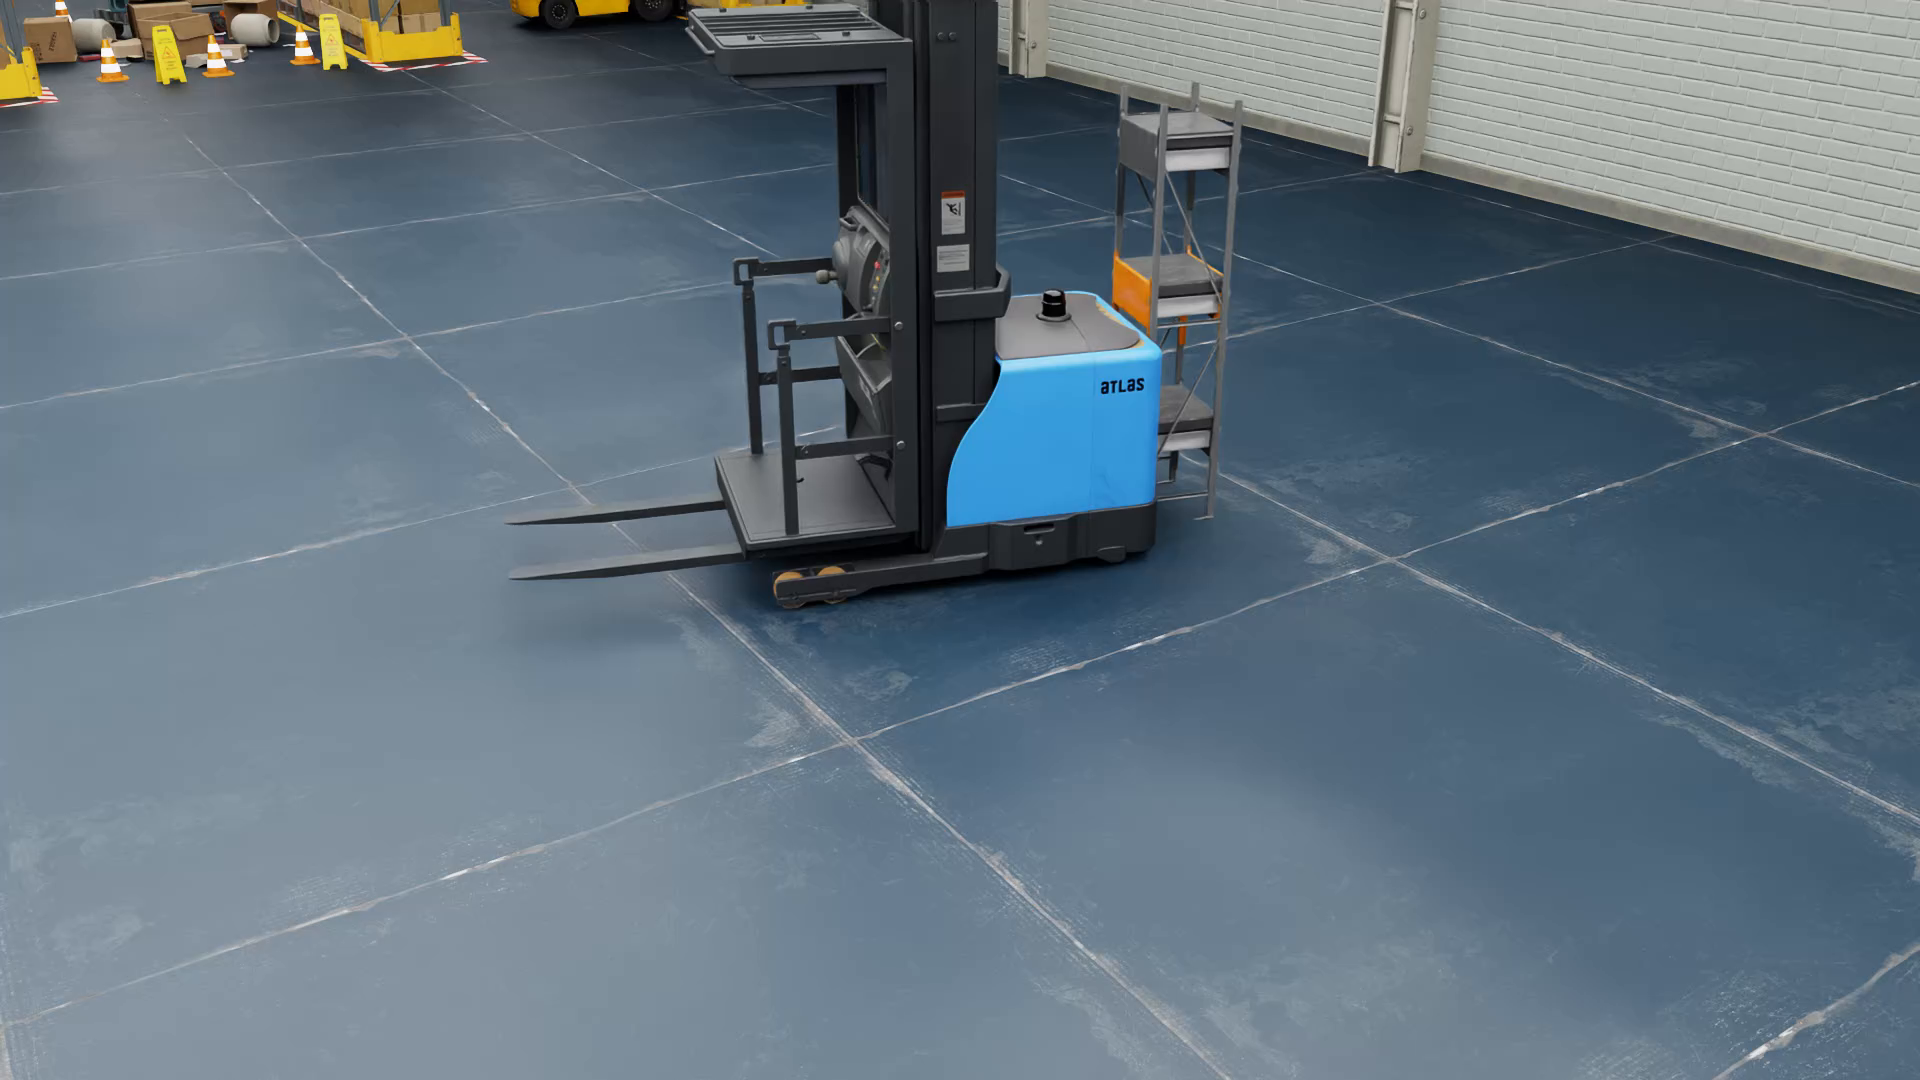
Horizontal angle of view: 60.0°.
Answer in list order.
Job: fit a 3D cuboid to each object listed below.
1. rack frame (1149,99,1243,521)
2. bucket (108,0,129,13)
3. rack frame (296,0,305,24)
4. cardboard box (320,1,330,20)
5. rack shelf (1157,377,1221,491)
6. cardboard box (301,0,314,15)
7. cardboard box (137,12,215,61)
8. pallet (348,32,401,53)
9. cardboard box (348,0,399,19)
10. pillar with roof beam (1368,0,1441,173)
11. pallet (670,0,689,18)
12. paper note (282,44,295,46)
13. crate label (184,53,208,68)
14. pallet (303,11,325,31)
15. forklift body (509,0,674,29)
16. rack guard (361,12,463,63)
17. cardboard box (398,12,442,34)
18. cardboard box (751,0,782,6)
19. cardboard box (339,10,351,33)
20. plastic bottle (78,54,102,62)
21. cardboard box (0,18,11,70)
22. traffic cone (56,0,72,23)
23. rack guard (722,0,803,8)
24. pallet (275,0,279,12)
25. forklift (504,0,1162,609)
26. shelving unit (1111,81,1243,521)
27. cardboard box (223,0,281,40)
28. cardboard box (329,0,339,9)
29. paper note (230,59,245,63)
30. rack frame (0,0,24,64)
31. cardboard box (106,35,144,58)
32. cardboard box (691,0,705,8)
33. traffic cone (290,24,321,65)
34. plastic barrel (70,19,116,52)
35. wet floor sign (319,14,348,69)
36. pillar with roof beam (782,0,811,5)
[{"bbox_3d":[1.097,-1.036,7.985,0.400,2.100,0.015,-7,26,-15],"label":"rack frame"},{"bbox_3d":[-11.246,-7.493,22.663,0.726,0.611,0.620,-6,16,-12],"label":"bucket"},{"bbox_3d":[-9.160,-8.987,23.773,1.000,3.000,0.127,-16,29,-30],"label":"rack frame"},{"bbox_3d":[-8.472,-7.282,22.891,0.500,0.250,0.500,-16,30,-30],"label":"cardboard box"},{"bbox_3d":[1.028,-0.491,8.501,0.431,0.518,0.480,-7,26,-15],"label":"rack shelf"},{"bbox_3d":[-9.064,-7.659,23.690,0.500,0.250,0.500,-17,30,-32],"label":"cardboard box"},{"bbox_3d":[-10.057,-6.466,21.357,0.637,0.503,0.797,7,26,15],"label":"cardboard box"},{"bbox_3d":[-7.432,-6.621,22.029,1.003,0.211,1.213,-16,29,-30],"label":"pallet"},{"bbox_3d":[-7.632,-7.068,21.558,0.500,0.500,0.500,-15,29,-29],"label":"cardboard box"},{"bbox_3d":[0.499,-6.591,11.670,9.100,9.000,0.400,-16,29,-30],"label":"pillar with roof beam"},{"bbox_3d":[-3.934,-8.153,25.273,1.003,0.211,1.213,-16,29,-30],"label":"pallet"},{"bbox_3d":[-8.970,-6.633,22.264,0.148,0.019,0.142,18,31,33],"label":"paper note"},{"bbox_3d":[-9.518,-6.001,20.802,0.298,0.136,0.250,12,28,24],"label":"crate label"},{"bbox_3d":[-8.764,-7.494,23.877,1.003,0.211,1.213,-16,29,-30],"label":"pallet"},{"bbox_3d":[-5.383,-8.584,23.913,2.313,2.155,1.214,-16,29,-30],"label":"forklift body"},{"bbox_3d":[-7.018,-6.453,21.334,1.175,0.500,0.348,-16,29,-30],"label":"rack guard"},{"bbox_3d":[-7.185,-6.856,21.988,0.500,0.250,0.500,-16,30,-30],"label":"cardboard box"},{"bbox_3d":[-2.924,-7.882,24.162,0.500,0.250,0.500,-15,29,-29],"label":"cardboard box"},{"bbox_3d":[-7.919,-6.916,22.116,0.500,0.250,0.500,-15,29,-29],"label":"cardboard box"},{"bbox_3d":[-11.077,-6.156,21.219,0.133,0.061,0.283,18,31,33],"label":"plastic bottle"},{"bbox_3d":[-11.494,-5.823,19.068,0.875,0.875,0.875,-15,29,-29],"label":"cardboard box"},{"bbox_3d":[-12.719,-7.482,23.556,0.336,0.463,0.334,-16,29,-30],"label":"traffic cone"},{"bbox_3d":[-2.807,-7.575,23.711,1.175,0.500,0.348,-16,29,-30],"label":"rack guard"},{"bbox_3d":[-10.256,-8.441,25.883,1.003,0.211,1.213,-16,29,-30],"label":"pallet"},{"bbox_3d":[-0.631,-1.263,7.491,3.031,2.935,1.130,-7,26,-14],"label":"forklift"},{"bbox_3d":[1.028,-1.136,8.197,0.431,2.100,0.503,-7,26,-15],"label":"shelving unit"},{"bbox_3d":[-9.715,-7.157,22.823,0.500,0.500,0.500,3,25,6],"label":"cardboard box"},{"bbox_3d":[-8.190,-7.436,22.338,0.500,0.500,0.500,-16,30,-31],"label":"cardboard box"},{"bbox_3d":[-9.160,-6.088,21.110,0.142,0.019,0.148,18,31,33],"label":"paper note"},{"bbox_3d":[-11.069,-6.367,18.222,1.000,3.000,0.127,-16,29,-30],"label":"rack frame"},{"bbox_3d":[-10.771,-6.375,21.444,0.396,0.266,0.258,-10,27,-21],"label":"cardboard box"},{"bbox_3d":[-3.604,-7.935,24.275,0.500,0.250,0.500,-16,29,-30],"label":"cardboard box"},{"bbox_3d":[-8.292,-6.262,20.973,0.336,0.463,0.334,-16,29,-30],"label":"traffic cone"},{"bbox_3d":[-11.348,-6.584,21.701,0.512,0.421,0.421,3,25,6],"label":"plastic barrel"},{"bbox_3d":[-7.769,-6.174,20.573,0.267,0.644,0.232,-6,26,-12],"label":"wet floor sign"},{"bbox_3d":[-6.052,-10.883,20.762,9.100,9.000,0.400,-16,29,-30],"label":"pillar with roof beam"}]
